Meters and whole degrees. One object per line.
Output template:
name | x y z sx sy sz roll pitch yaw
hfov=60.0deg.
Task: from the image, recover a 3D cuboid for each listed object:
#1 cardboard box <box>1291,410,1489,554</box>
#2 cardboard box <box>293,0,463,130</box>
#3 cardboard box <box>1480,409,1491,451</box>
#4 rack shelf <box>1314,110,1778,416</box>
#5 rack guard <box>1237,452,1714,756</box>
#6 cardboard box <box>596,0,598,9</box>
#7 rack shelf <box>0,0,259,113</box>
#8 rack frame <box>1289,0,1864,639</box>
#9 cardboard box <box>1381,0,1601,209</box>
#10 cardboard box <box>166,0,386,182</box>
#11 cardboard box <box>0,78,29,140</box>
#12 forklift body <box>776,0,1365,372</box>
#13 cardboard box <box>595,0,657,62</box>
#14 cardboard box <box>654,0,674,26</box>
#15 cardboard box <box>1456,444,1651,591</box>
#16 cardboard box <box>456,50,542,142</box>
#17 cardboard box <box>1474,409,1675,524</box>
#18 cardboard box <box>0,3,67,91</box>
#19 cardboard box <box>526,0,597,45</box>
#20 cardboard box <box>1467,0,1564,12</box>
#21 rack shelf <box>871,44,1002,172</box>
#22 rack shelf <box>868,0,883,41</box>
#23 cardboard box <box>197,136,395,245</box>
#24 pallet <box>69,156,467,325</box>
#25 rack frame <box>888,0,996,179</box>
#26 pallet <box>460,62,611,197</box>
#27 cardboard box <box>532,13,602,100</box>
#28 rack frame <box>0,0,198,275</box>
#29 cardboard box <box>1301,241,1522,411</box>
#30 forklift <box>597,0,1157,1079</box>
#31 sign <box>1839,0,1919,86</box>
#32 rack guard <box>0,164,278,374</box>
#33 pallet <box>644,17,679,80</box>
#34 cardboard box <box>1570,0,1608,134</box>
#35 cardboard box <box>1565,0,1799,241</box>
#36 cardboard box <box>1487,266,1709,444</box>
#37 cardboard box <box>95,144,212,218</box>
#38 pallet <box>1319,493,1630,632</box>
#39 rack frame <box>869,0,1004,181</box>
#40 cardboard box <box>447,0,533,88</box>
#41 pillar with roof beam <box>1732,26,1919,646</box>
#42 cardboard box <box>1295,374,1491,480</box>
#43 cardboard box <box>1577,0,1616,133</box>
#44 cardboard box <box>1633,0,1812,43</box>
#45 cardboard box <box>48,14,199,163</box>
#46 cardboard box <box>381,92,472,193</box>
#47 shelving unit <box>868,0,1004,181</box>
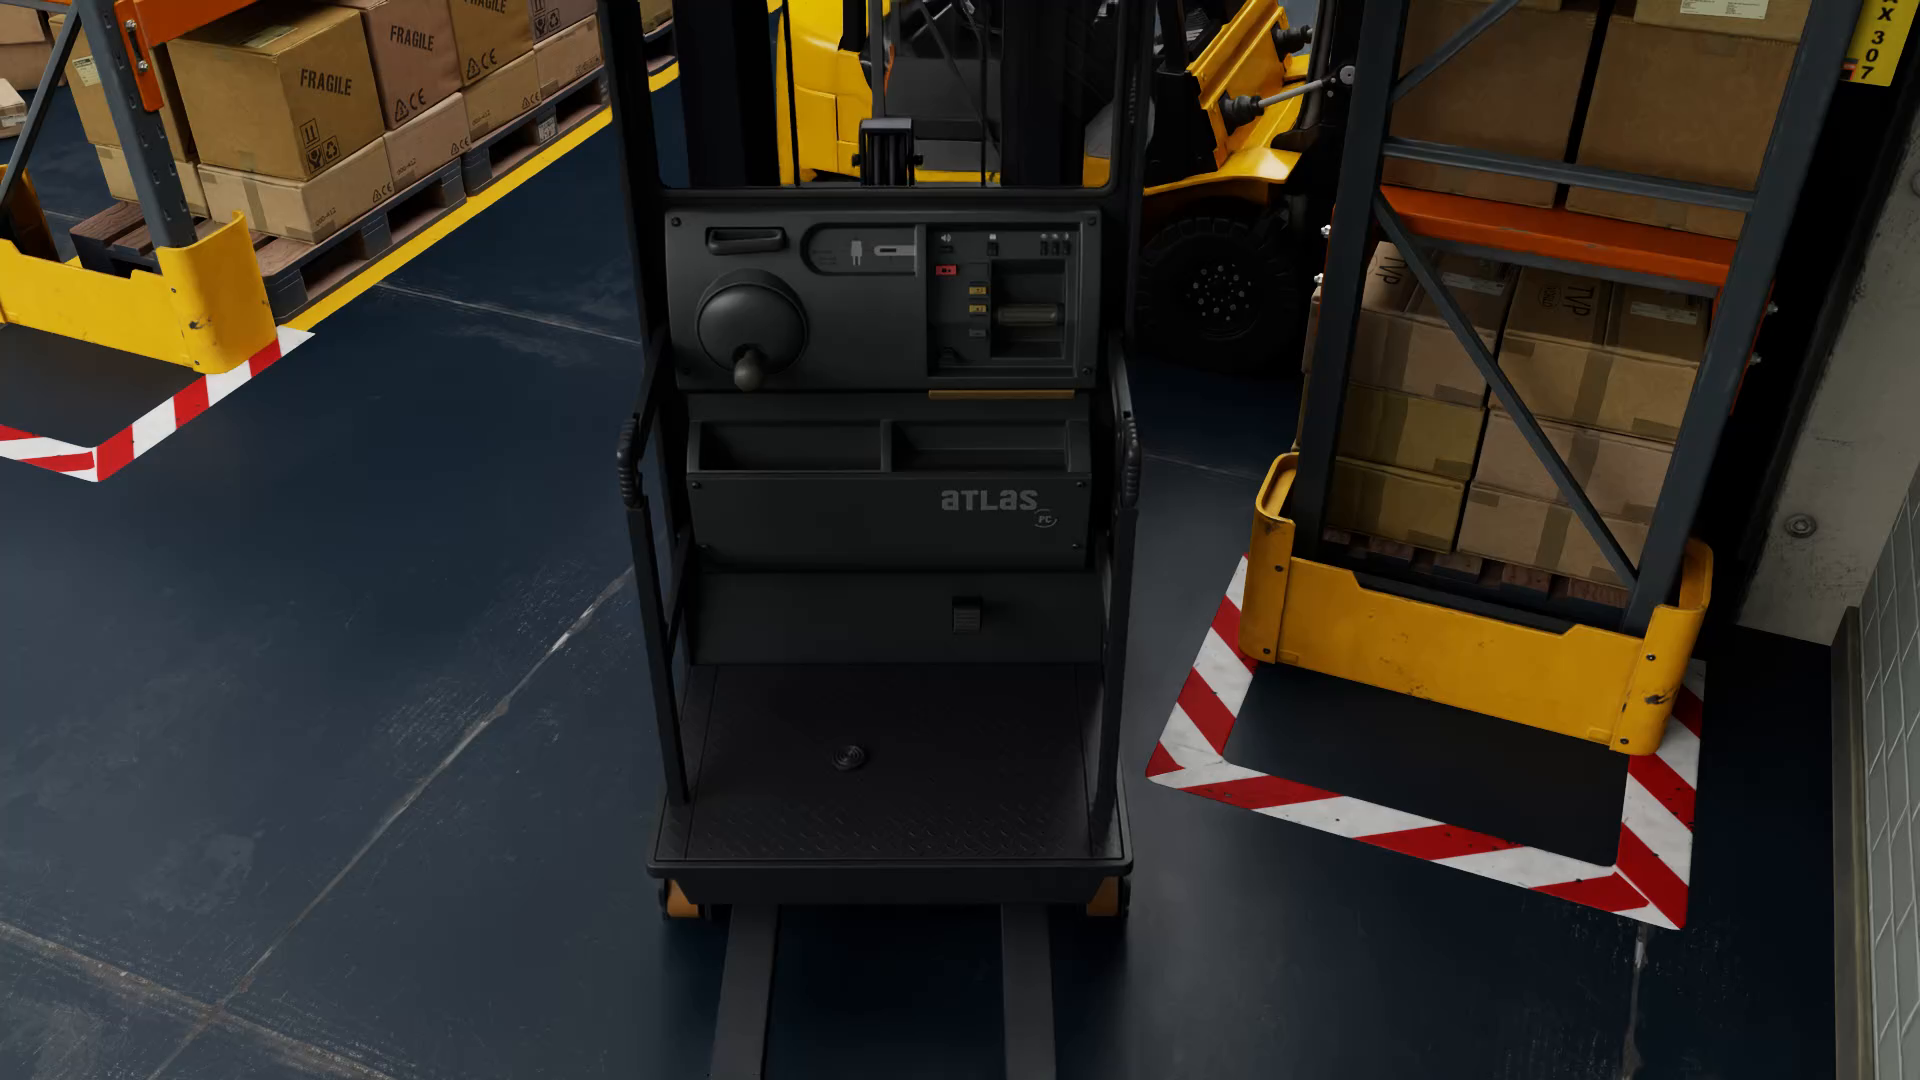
cardboard box | 1.290 -0.249 5.023 0.500 0.250 0.500 14 39 18
cardboard box | -2.422 -2.033 6.784 0.500 0.500 0.500 12 39 16
cardboard box | 1.488 -0.522 5.389 0.500 0.250 0.500 14 39 18
rack shelf | 2.165 -1.669 5.578 1.077 0.370 4.000 14 39 18
rack guard | 1.394 0.165 4.612 1.175 0.500 0.348 14 39 18
cardboard box | -1.835 -2.890 7.930 0.500 0.500 0.500 15 39 19
rack shelf | -2.427 -2.798 7.088 1.077 0.370 4.000 14 39 18
rack frame | 1.404 -0.850 3.881 1.000 3.000 0.127 14 39 18
cardboard box | 1.348 -1.222 4.296 0.500 0.500 0.500 13 39 17
cardboard box | -2.617 -1.743 6.395 0.500 0.500 0.500 13 39 16
cardboard box | -4.558 -2.022 7.831 0.250 0.149 0.380 -25 43 -29
forklift body | 0.438 -1.975 6.096 2.313 2.155 1.214 14 39 18
cardboard box | -1.836 -2.574 8.134 0.500 0.250 0.500 13 39 17
cardboard box | -1.643 -2.871 8.532 0.500 0.250 0.500 16 40 20
cardboard box | 1.771 -0.144 4.883 0.500 0.250 0.500 14 39 18
cardboard box | -2.228 -2.015 7.386 0.500 0.250 0.500 16 40 21
cardboard box | 1.775 -0.330 4.714 0.500 0.250 0.500 15 39 19
cardboard box | -4.861 -2.528 8.211 0.797 0.503 0.637 -11 38 -14
cardboard box | -2.028 -2.607 7.552 0.500 0.500 0.500 16 40 20
cardboard box | 1.276 -1.405 3.999 0.380 0.149 0.250 14 39 18
rack shelf | -0.034 -1.176 5.093 0.431 0.518 0.480 2 37 3
rack shelf | -0.034 -1.737 4.674 0.431 0.518 0.480 2 37 3
cardboard box | -2.626 -1.429 6.602 0.500 0.250 0.500 14 39 17
pallet | -2.817 -1.345 6.874 1.003 0.211 1.213 14 39 18
rack frame | -0.018 -1.333 5.280 0.400 2.100 0.015 2 37 3
pallet | -2.352 -2.018 7.774 1.003 0.211 1.213 14 39 18
cardboard box | -2.034 -2.294 7.759 0.500 0.250 0.500 14 39 18
rack frame | -3.188 -1.978 5.391 1.000 3.000 0.127 14 39 18
cardboard box | 1.290 -0.643 4.716 0.500 0.250 0.500 15 39 19
forklift | -0.159 -0.449 3.403 1.130 2.935 3.031 0 37 0
sign | 1.915 -1.098 3.425 0.100 0.325 0.005 14 39 18
rack guard | -3.159 -1.019 6.196 1.175 0.500 0.348 14 39 18
pallet | -1.889 -2.696 8.681 1.003 0.211 1.213 14 39 18
cardboard box | 1.554 -1.507 4.678 0.500 0.500 0.500 15 39 19
cardboard box | 1.849 -1.101 4.134 0.500 0.500 0.500 15 39 19
cardboard box | 1.761 -0.540 4.578 0.500 0.250 0.500 13 39 17
cardboard box | -3.120 -1.567 6.787 0.500 0.250 0.500 14 39 18
pallet | 1.656 -0.166 5.295 1.003 0.211 1.213 14 39 18
rack frame | -0.049 -1.041 4.889 0.400 2.100 0.015 2 37 3
cardboard box | -2.224 -2.309 7.153 0.500 0.500 0.500 15 39 19
pillar with roof beam | -1.479 -4.414 3.638 9.100 9.000 0.400 14 39 18
cardboard box | 1.300 -0.458 4.885 0.500 0.250 0.500 13 39 17
cardboard box | 2.027 -1.394 4.526 0.500 0.500 0.500 15 39 19
cardboard box | 1.773 -1.278 3.829 0.380 0.149 0.250 13 39 17
cardboard box | -3.125 -1.849 6.537 0.500 0.500 0.500 14 39 18
cardboard box | -2.424 -1.710 6.978 0.500 0.250 0.500 15 39 19
shelving unit | -0.034 -1.187 5.085 0.431 2.100 0.503 2 37 3
